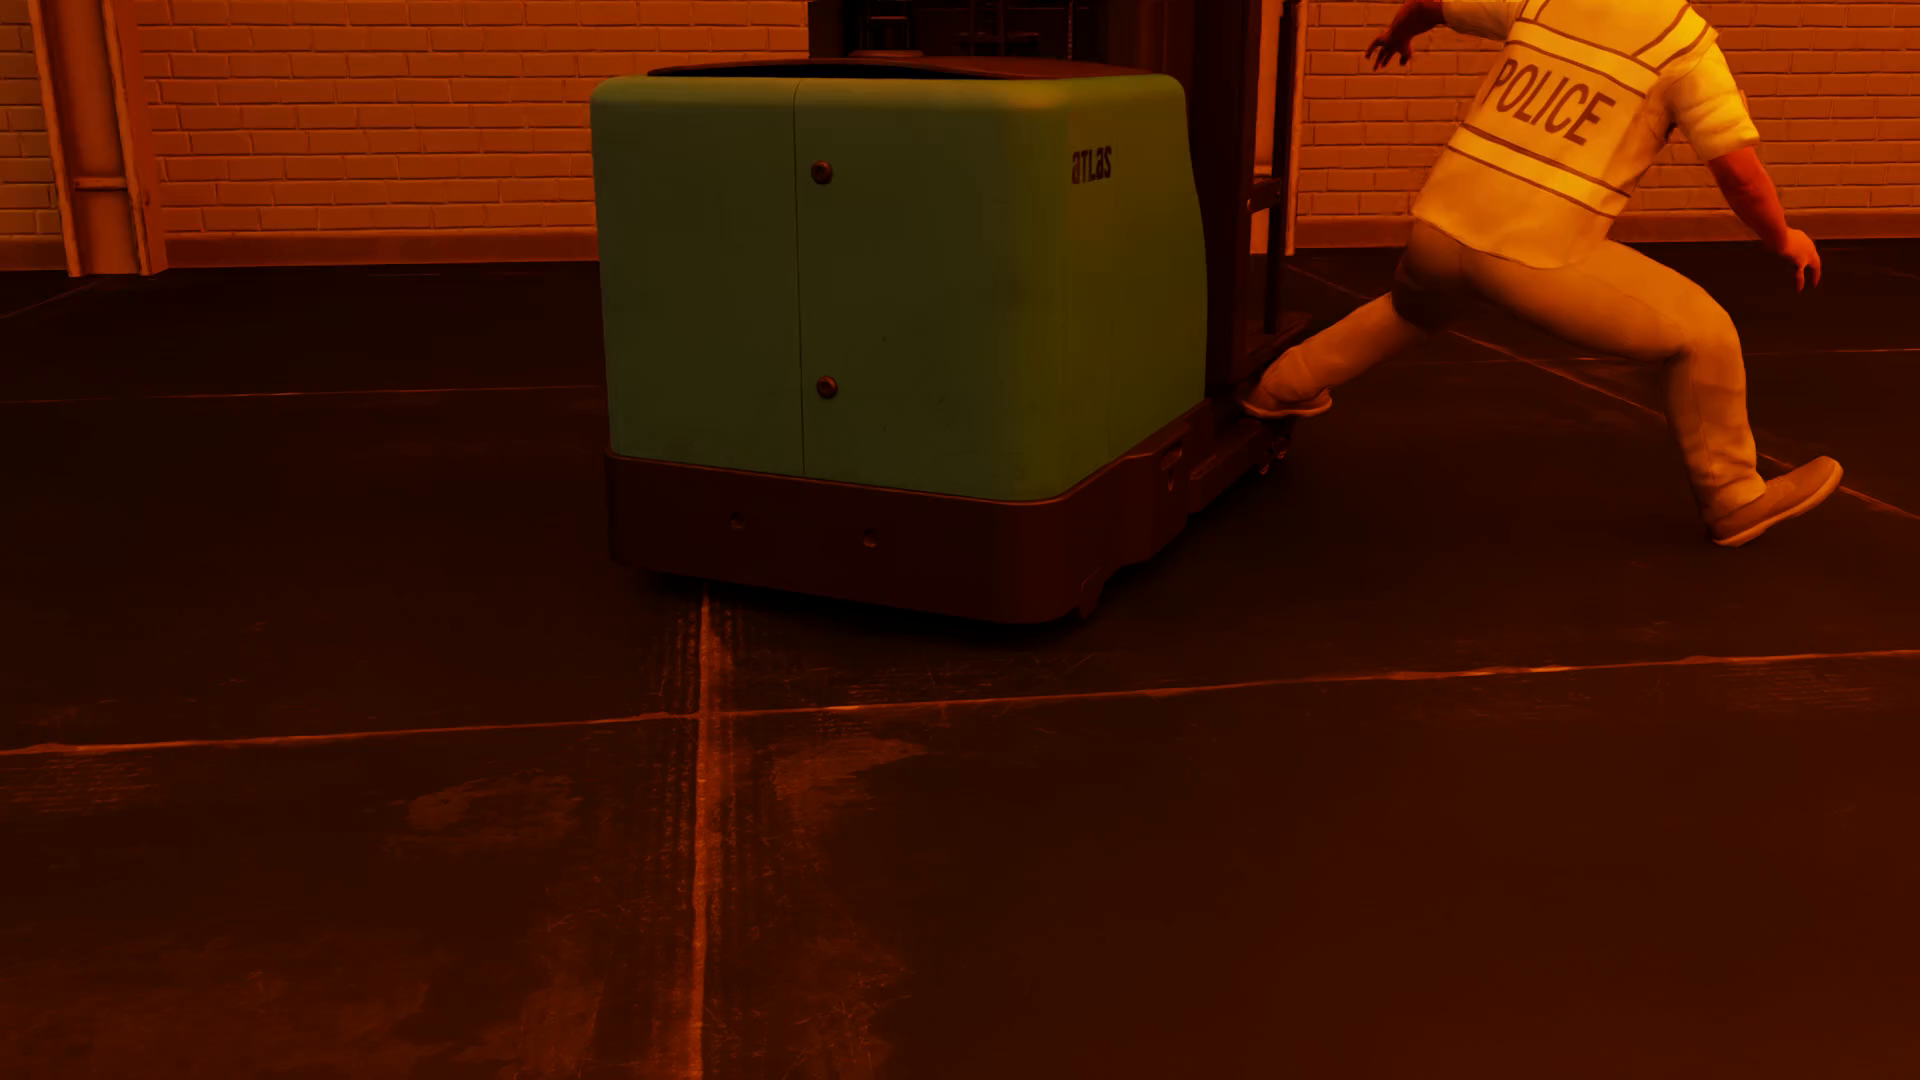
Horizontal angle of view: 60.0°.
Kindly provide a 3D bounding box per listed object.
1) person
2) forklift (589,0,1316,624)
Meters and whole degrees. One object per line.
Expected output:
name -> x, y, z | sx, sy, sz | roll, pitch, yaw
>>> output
person -> 1.416, -0.766, 4.047 | 0.808, 1.455, 1.317 | -11, 20, -32
forklift -> 0.309, -1.623, 4.272 | 1.130, 2.935, 3.031 | 7, 18, 23
